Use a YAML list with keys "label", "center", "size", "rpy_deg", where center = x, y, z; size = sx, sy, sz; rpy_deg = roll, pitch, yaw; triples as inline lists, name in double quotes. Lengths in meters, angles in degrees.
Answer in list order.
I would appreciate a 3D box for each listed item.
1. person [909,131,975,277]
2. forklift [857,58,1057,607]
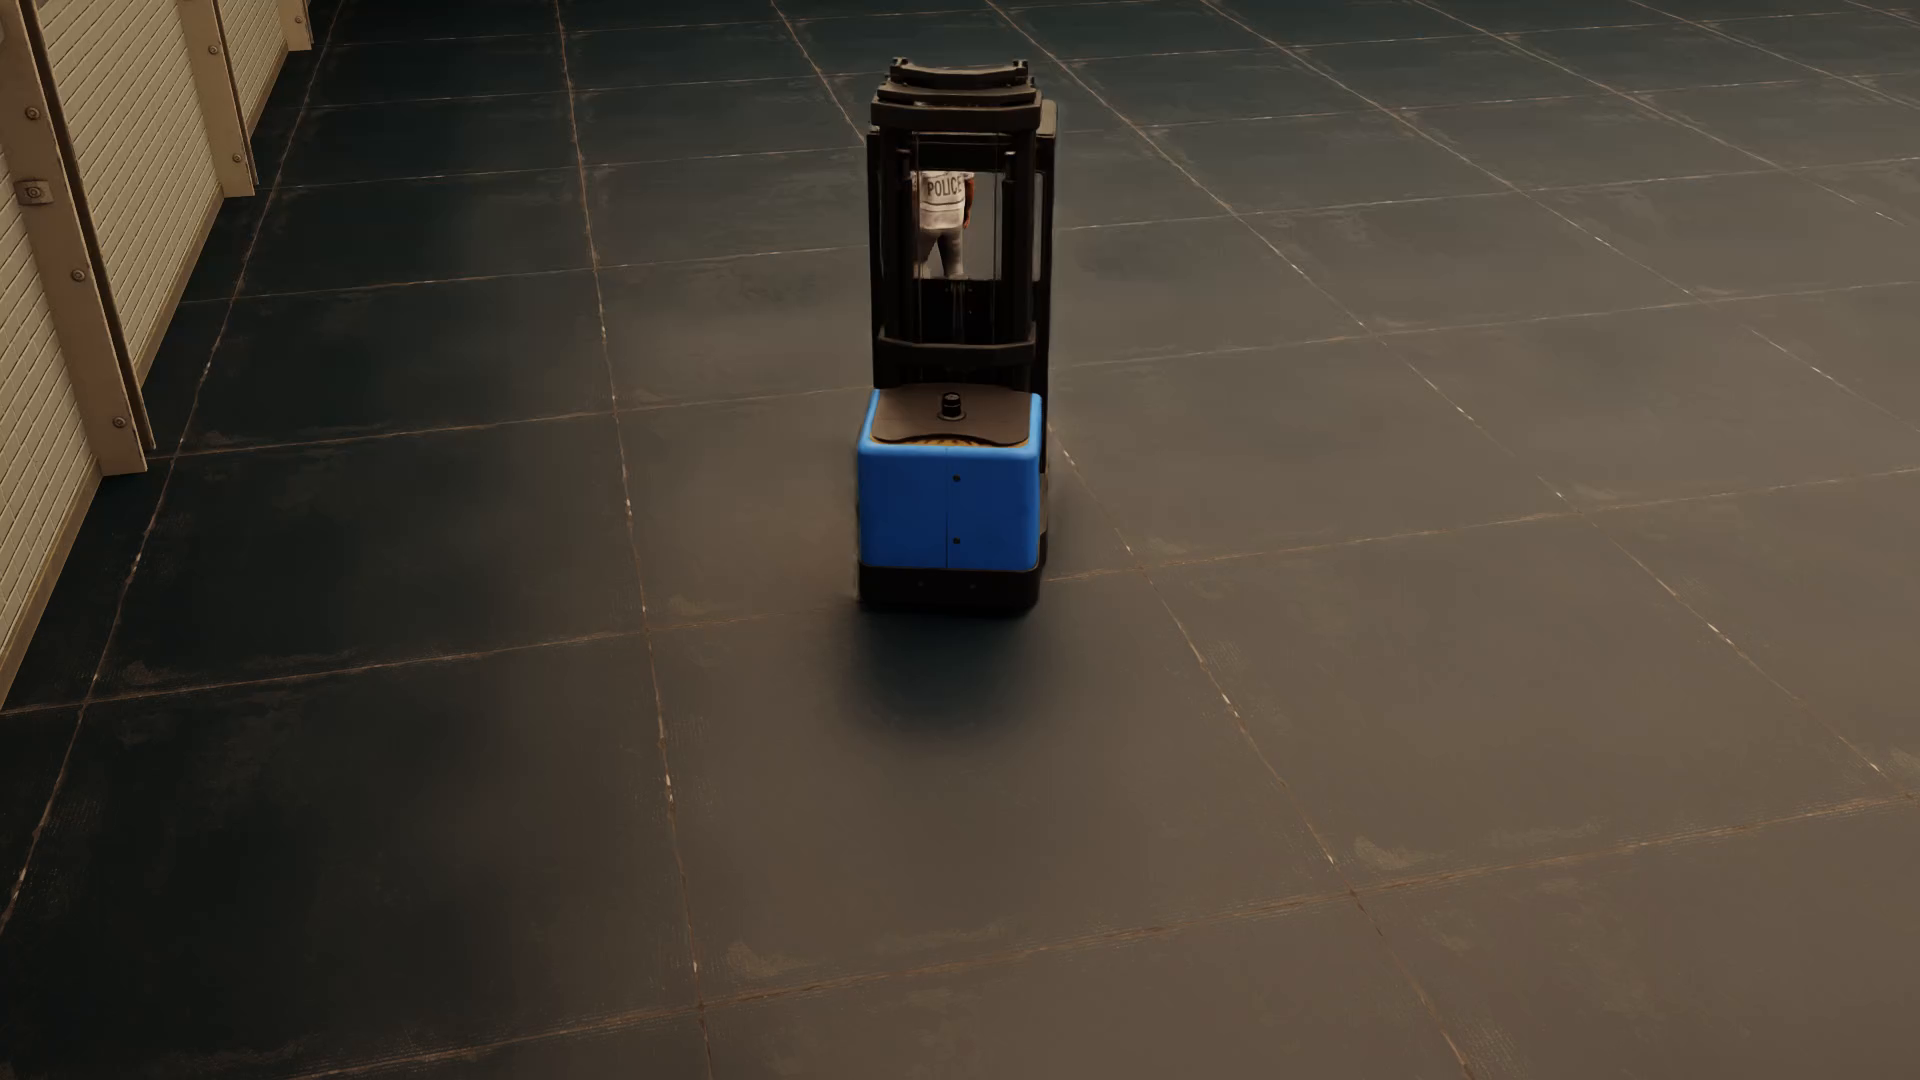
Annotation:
- label: "person"
  center: [-0.215, -2.571, 13.154]
  size: [0.628, 1.783, 0.551]
  rpy_deg: [-13, 33, -21]
- label: "forklift"
  center: [0.021, -1.585, 10.313]
  size: [1.130, 2.935, 3.031]
  rpy_deg: [2, 30, 3]
